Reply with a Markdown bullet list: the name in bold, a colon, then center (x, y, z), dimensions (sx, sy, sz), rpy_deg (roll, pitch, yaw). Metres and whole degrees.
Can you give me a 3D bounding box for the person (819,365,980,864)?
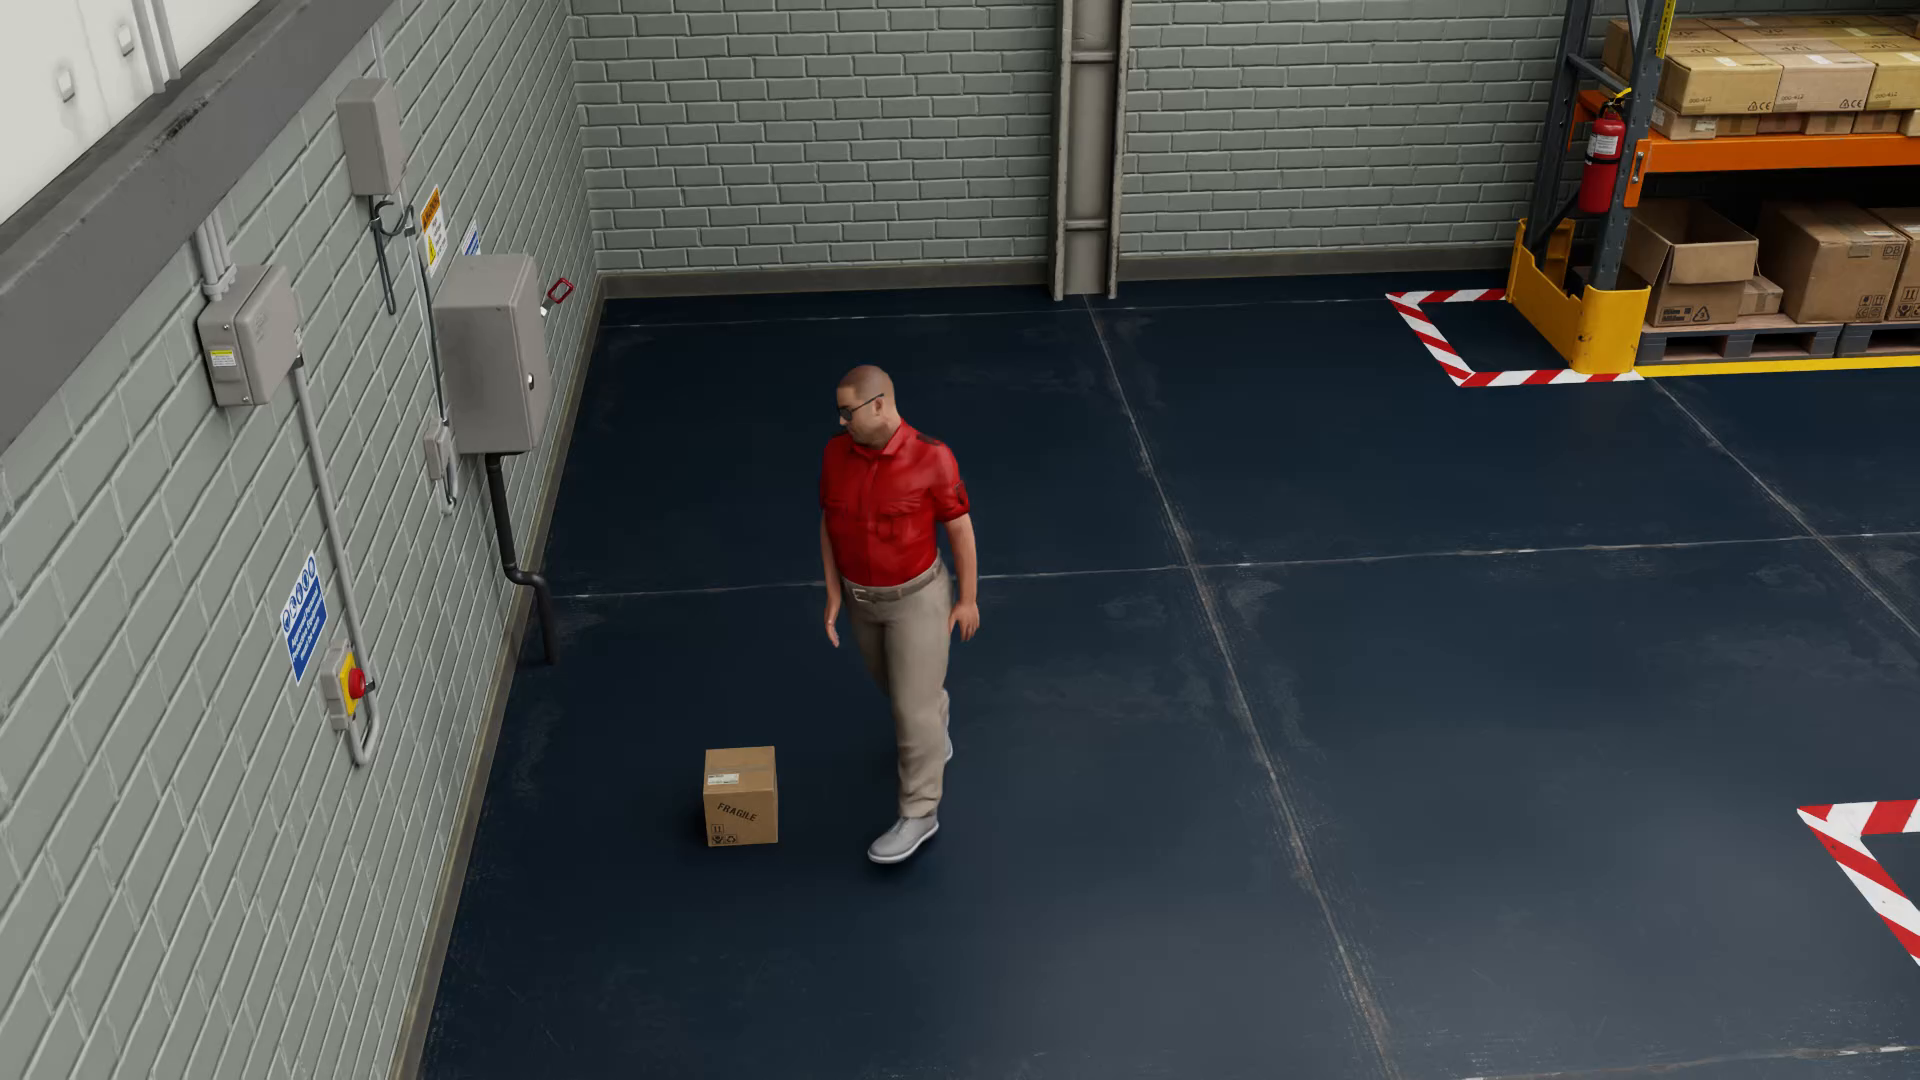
- **person**: center (-0.251, 0.205, 5.822), dimensions (0.596, 1.662, 0.877), rpy_deg (16, 34, 25)
